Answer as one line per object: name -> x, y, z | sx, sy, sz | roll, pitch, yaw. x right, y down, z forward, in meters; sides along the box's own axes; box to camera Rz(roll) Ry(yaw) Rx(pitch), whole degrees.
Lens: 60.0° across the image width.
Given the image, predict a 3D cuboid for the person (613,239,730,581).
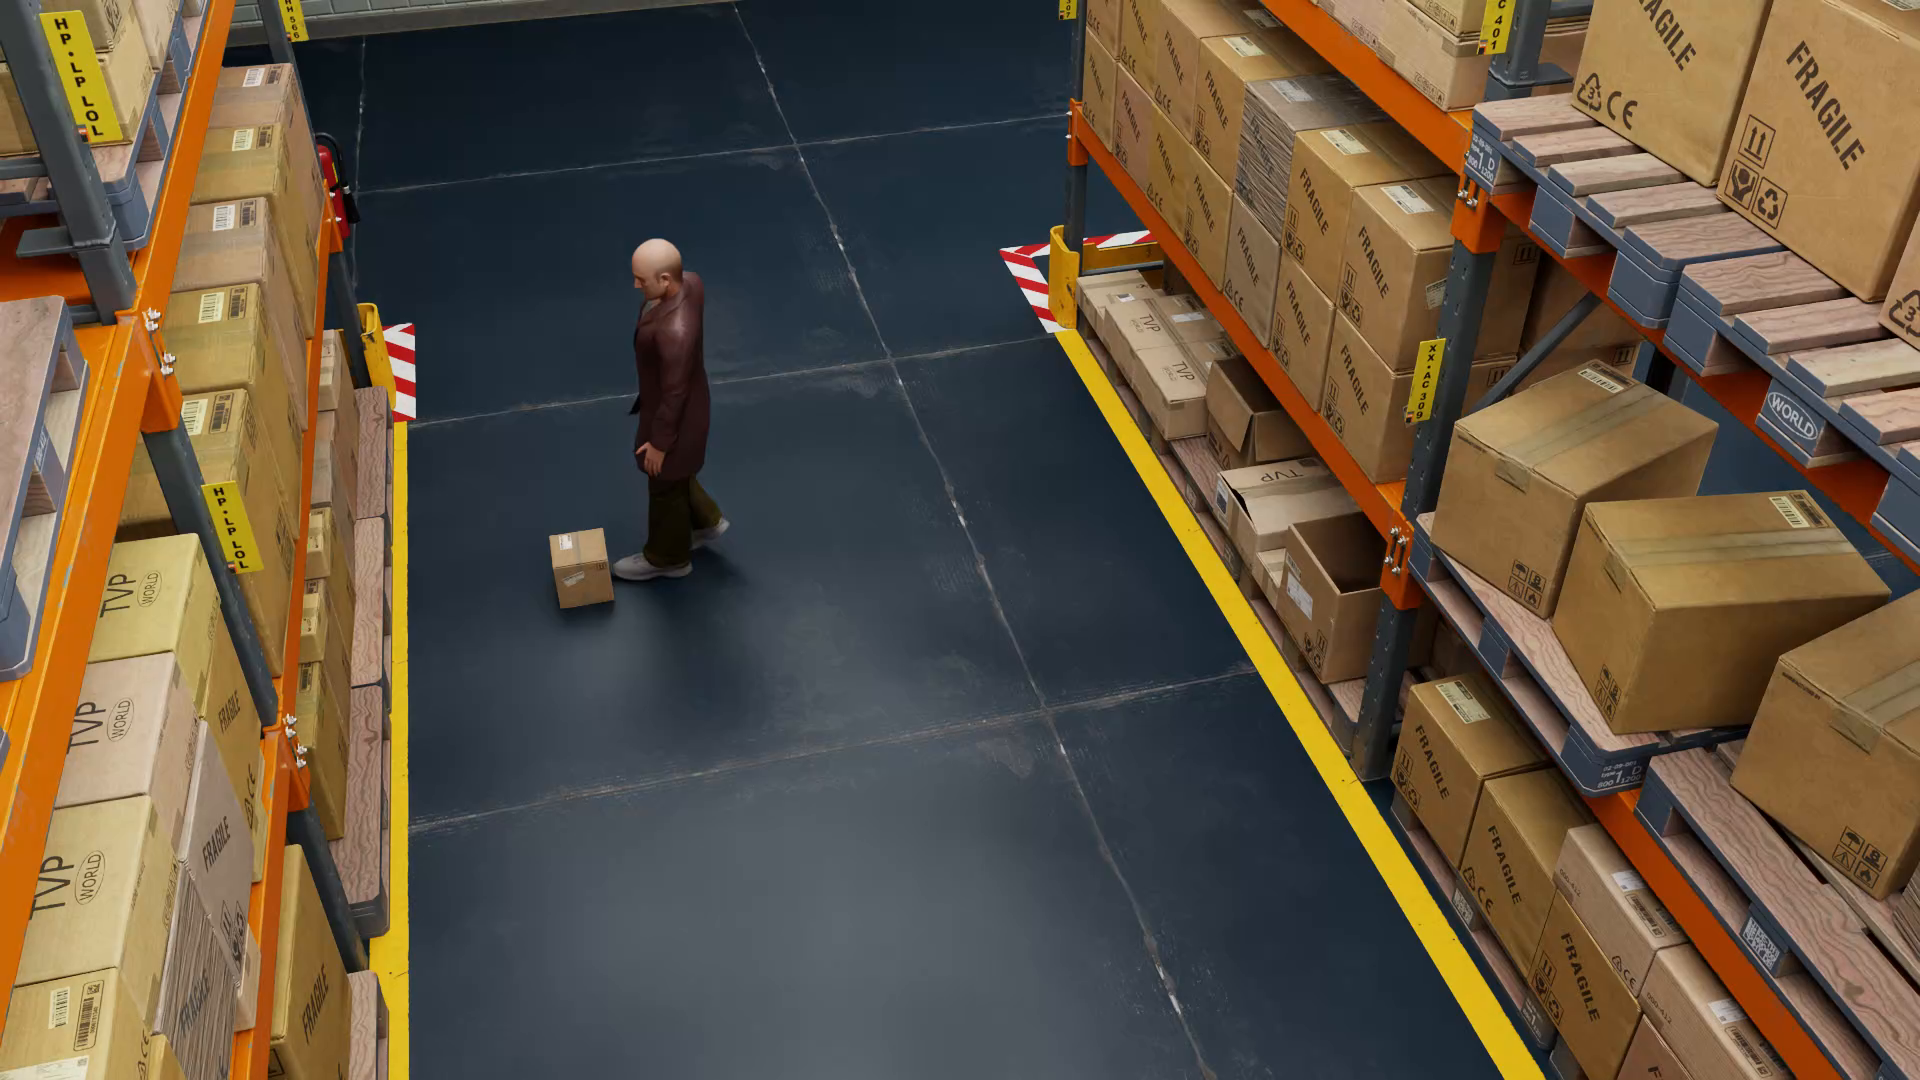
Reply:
person -> -1.374, -0.545, 7.438 | 0.563, 1.815, 0.629 | -2, 38, -3
